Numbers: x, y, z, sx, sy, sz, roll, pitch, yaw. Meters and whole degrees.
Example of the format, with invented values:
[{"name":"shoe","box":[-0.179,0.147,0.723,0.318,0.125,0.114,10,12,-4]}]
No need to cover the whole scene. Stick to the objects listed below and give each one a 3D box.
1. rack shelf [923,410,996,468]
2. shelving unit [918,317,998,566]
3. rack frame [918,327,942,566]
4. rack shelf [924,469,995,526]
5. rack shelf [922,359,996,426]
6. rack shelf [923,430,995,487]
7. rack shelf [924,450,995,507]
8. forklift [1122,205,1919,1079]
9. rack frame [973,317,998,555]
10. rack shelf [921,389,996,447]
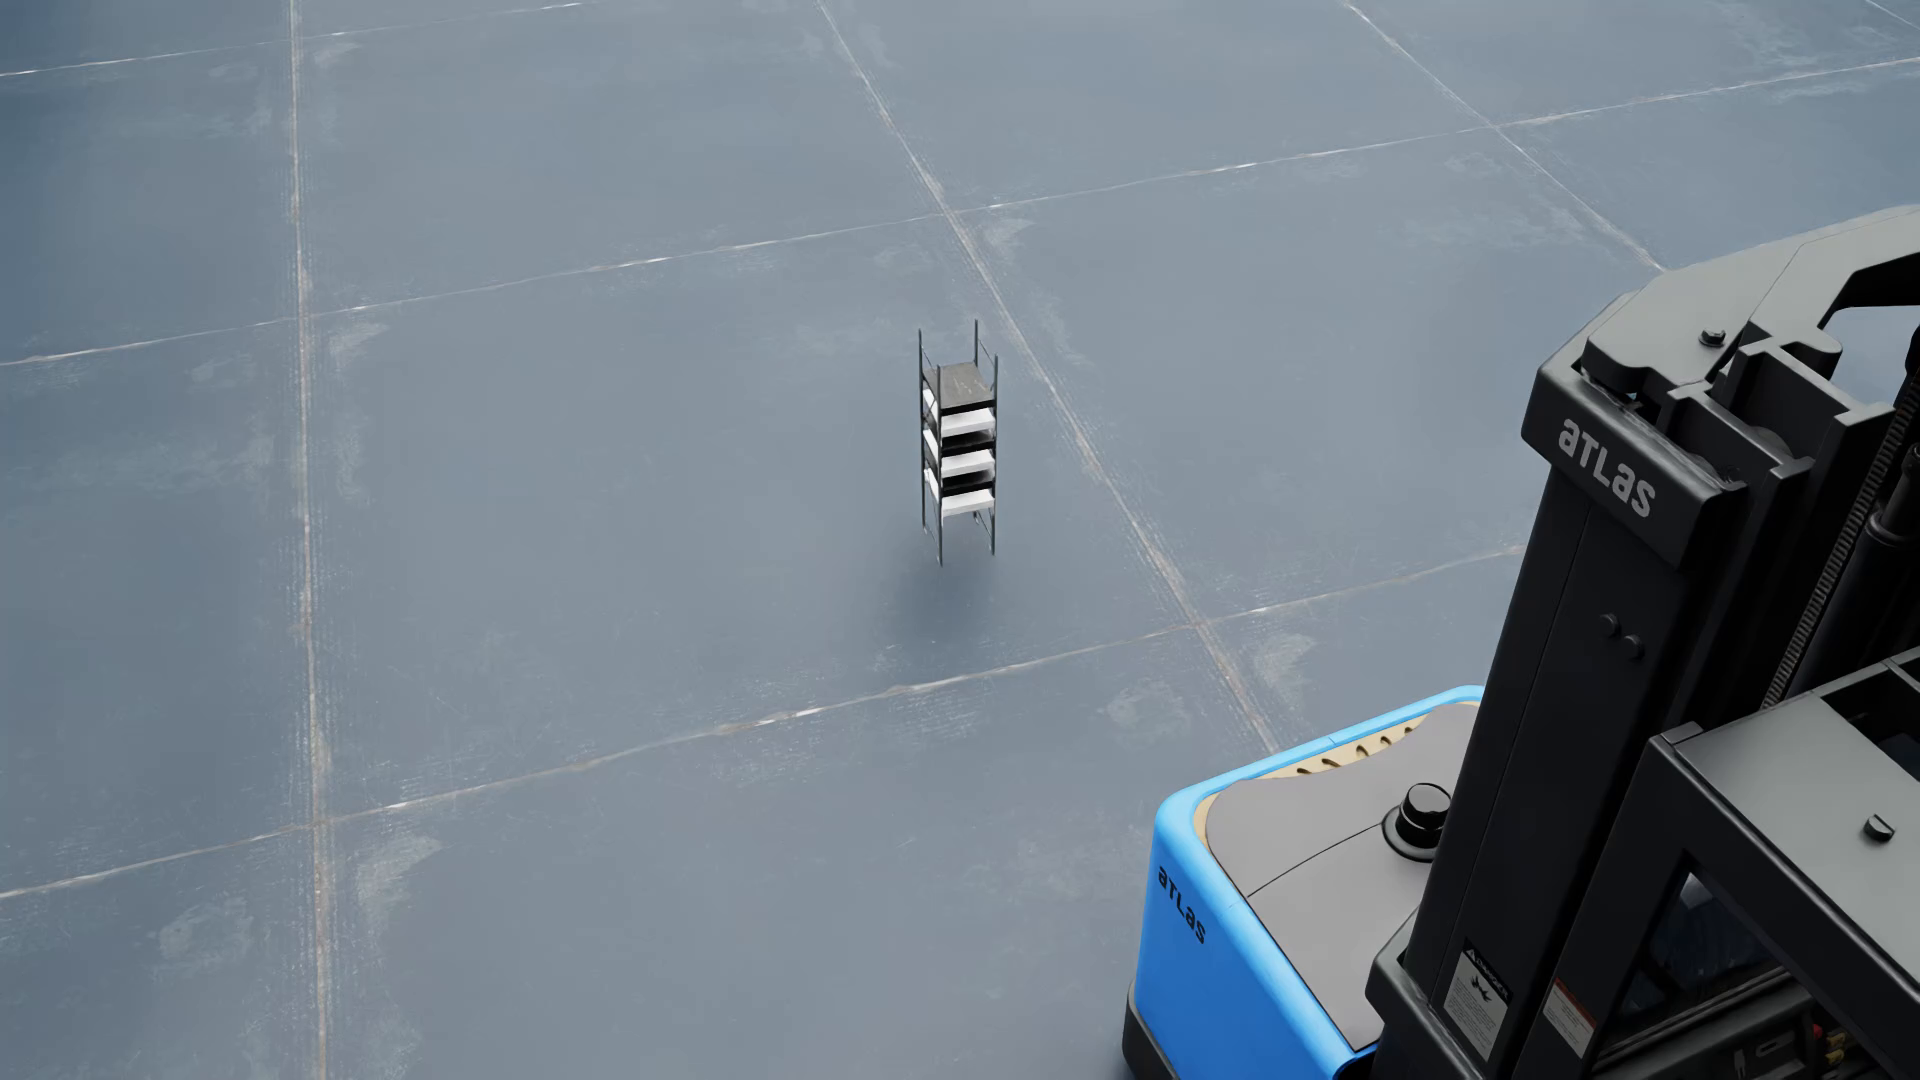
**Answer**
[{"name":"rack shelf","box":[-0.008,-0.380,5.915,0.200,0.077,0.258,-12,42,-13]},{"name":"shelving unit","box":[-0.008,-0.337,5.952,0.210,0.900,0.258,-12,42,-13]},{"name":"rack frame","box":[-0.105,-0.317,5.929,0.006,0.900,0.240,-12,42,-13]},{"name":"rack shelf","box":[-0.008,-0.177,6.092,0.200,0.077,0.258,-12,42,-13]},{"name":"rack shelf","box":[-0.008,-0.516,5.796,0.200,0.077,0.258,-12,42,-13]},{"name":"rack shelf","box":[-0.008,-0.312,5.974,0.200,0.077,0.258,-12,42,-13]},{"name":"rack shelf","box":[-0.008,-0.244,6.033,0.200,0.077,0.258,-12,42,-13]},{"name":"forklift","box":[1.518,1.066,2.802,1.130,2.935,3.031,-17,44,-18]},{"name":"rack frame","box":[0.089,-0.357,5.975,0.006,0.900,0.240,-12,42,-13]},{"name":"rack shelf","box":[-0.008,-0.448,5.856,0.200,0.077,0.258,-12,42,-13]}]
